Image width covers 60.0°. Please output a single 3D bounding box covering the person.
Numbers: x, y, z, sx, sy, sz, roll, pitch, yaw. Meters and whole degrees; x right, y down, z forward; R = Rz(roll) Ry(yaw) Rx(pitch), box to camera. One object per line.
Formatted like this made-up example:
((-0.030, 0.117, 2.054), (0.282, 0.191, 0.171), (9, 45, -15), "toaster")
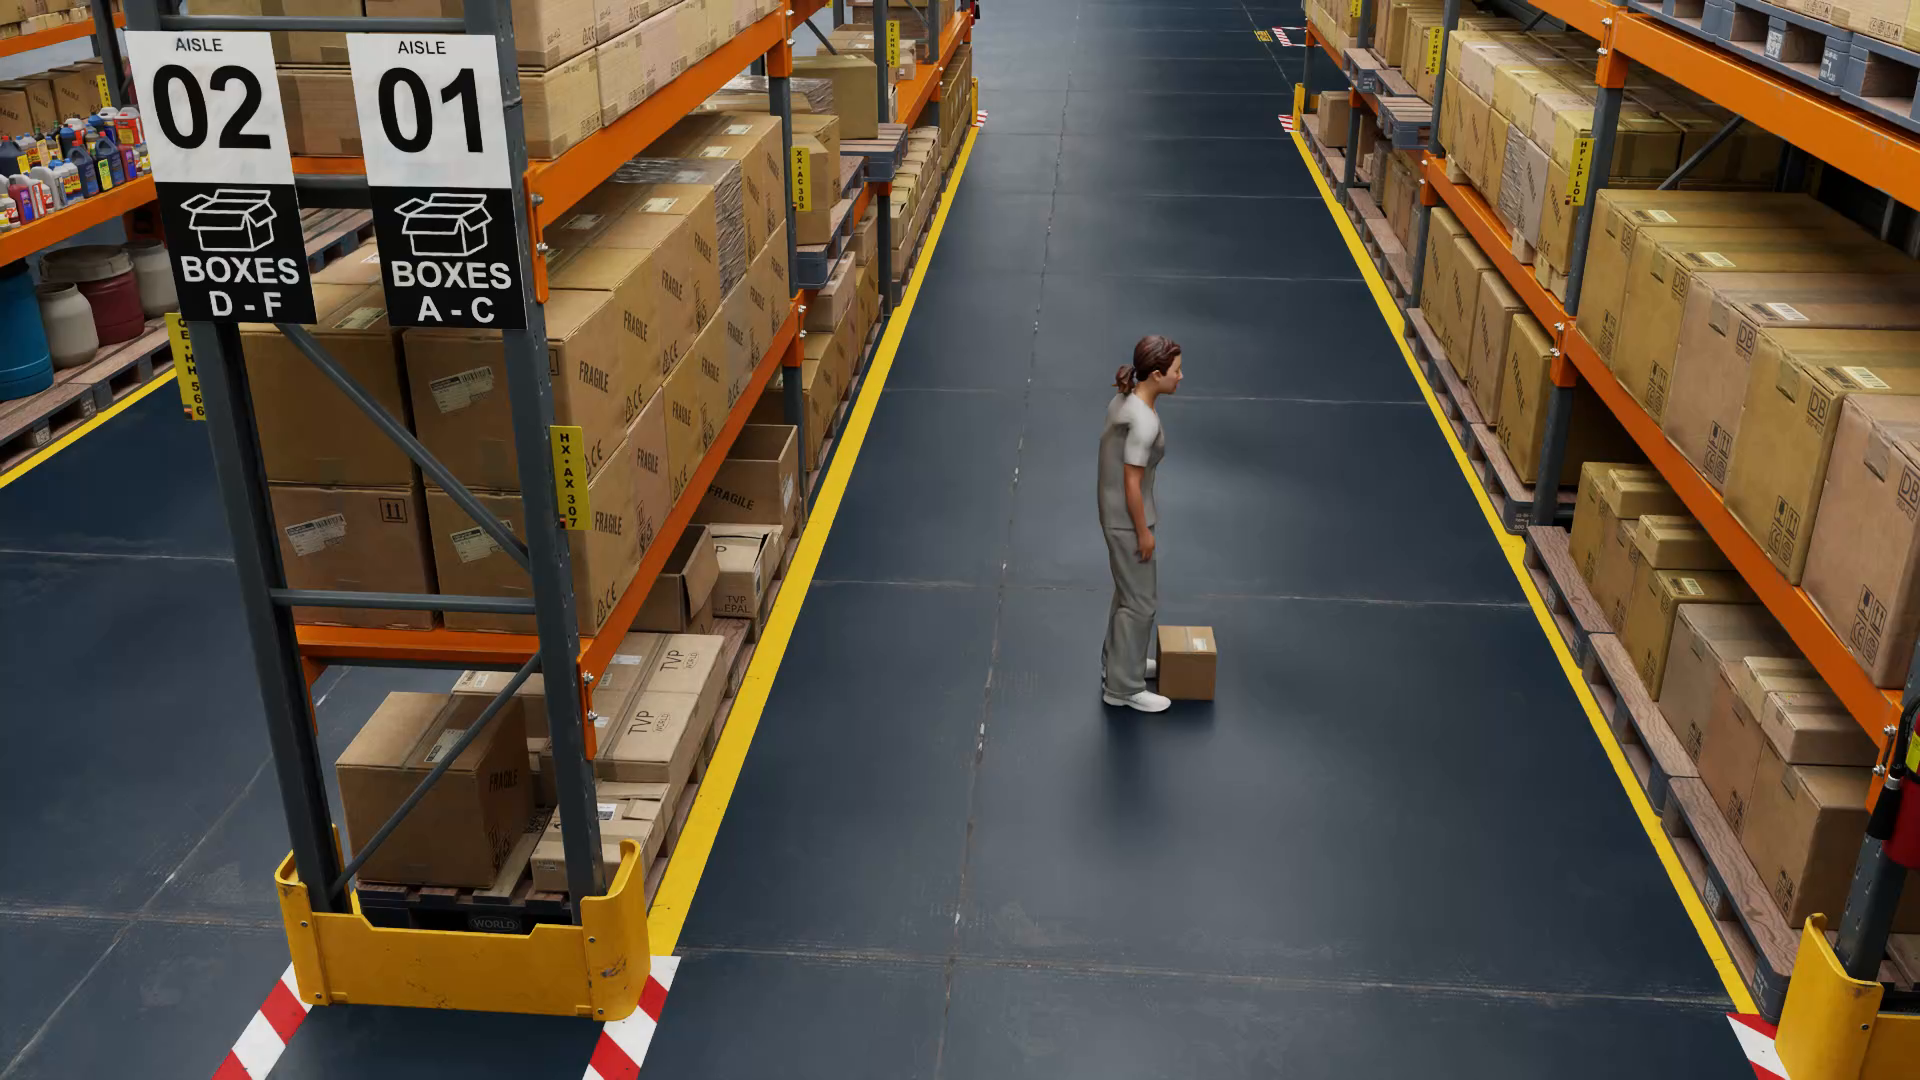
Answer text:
((0.778, -0.087, 7.299), (0.362, 1.671, 0.497), (1, 25, 2), "person")
